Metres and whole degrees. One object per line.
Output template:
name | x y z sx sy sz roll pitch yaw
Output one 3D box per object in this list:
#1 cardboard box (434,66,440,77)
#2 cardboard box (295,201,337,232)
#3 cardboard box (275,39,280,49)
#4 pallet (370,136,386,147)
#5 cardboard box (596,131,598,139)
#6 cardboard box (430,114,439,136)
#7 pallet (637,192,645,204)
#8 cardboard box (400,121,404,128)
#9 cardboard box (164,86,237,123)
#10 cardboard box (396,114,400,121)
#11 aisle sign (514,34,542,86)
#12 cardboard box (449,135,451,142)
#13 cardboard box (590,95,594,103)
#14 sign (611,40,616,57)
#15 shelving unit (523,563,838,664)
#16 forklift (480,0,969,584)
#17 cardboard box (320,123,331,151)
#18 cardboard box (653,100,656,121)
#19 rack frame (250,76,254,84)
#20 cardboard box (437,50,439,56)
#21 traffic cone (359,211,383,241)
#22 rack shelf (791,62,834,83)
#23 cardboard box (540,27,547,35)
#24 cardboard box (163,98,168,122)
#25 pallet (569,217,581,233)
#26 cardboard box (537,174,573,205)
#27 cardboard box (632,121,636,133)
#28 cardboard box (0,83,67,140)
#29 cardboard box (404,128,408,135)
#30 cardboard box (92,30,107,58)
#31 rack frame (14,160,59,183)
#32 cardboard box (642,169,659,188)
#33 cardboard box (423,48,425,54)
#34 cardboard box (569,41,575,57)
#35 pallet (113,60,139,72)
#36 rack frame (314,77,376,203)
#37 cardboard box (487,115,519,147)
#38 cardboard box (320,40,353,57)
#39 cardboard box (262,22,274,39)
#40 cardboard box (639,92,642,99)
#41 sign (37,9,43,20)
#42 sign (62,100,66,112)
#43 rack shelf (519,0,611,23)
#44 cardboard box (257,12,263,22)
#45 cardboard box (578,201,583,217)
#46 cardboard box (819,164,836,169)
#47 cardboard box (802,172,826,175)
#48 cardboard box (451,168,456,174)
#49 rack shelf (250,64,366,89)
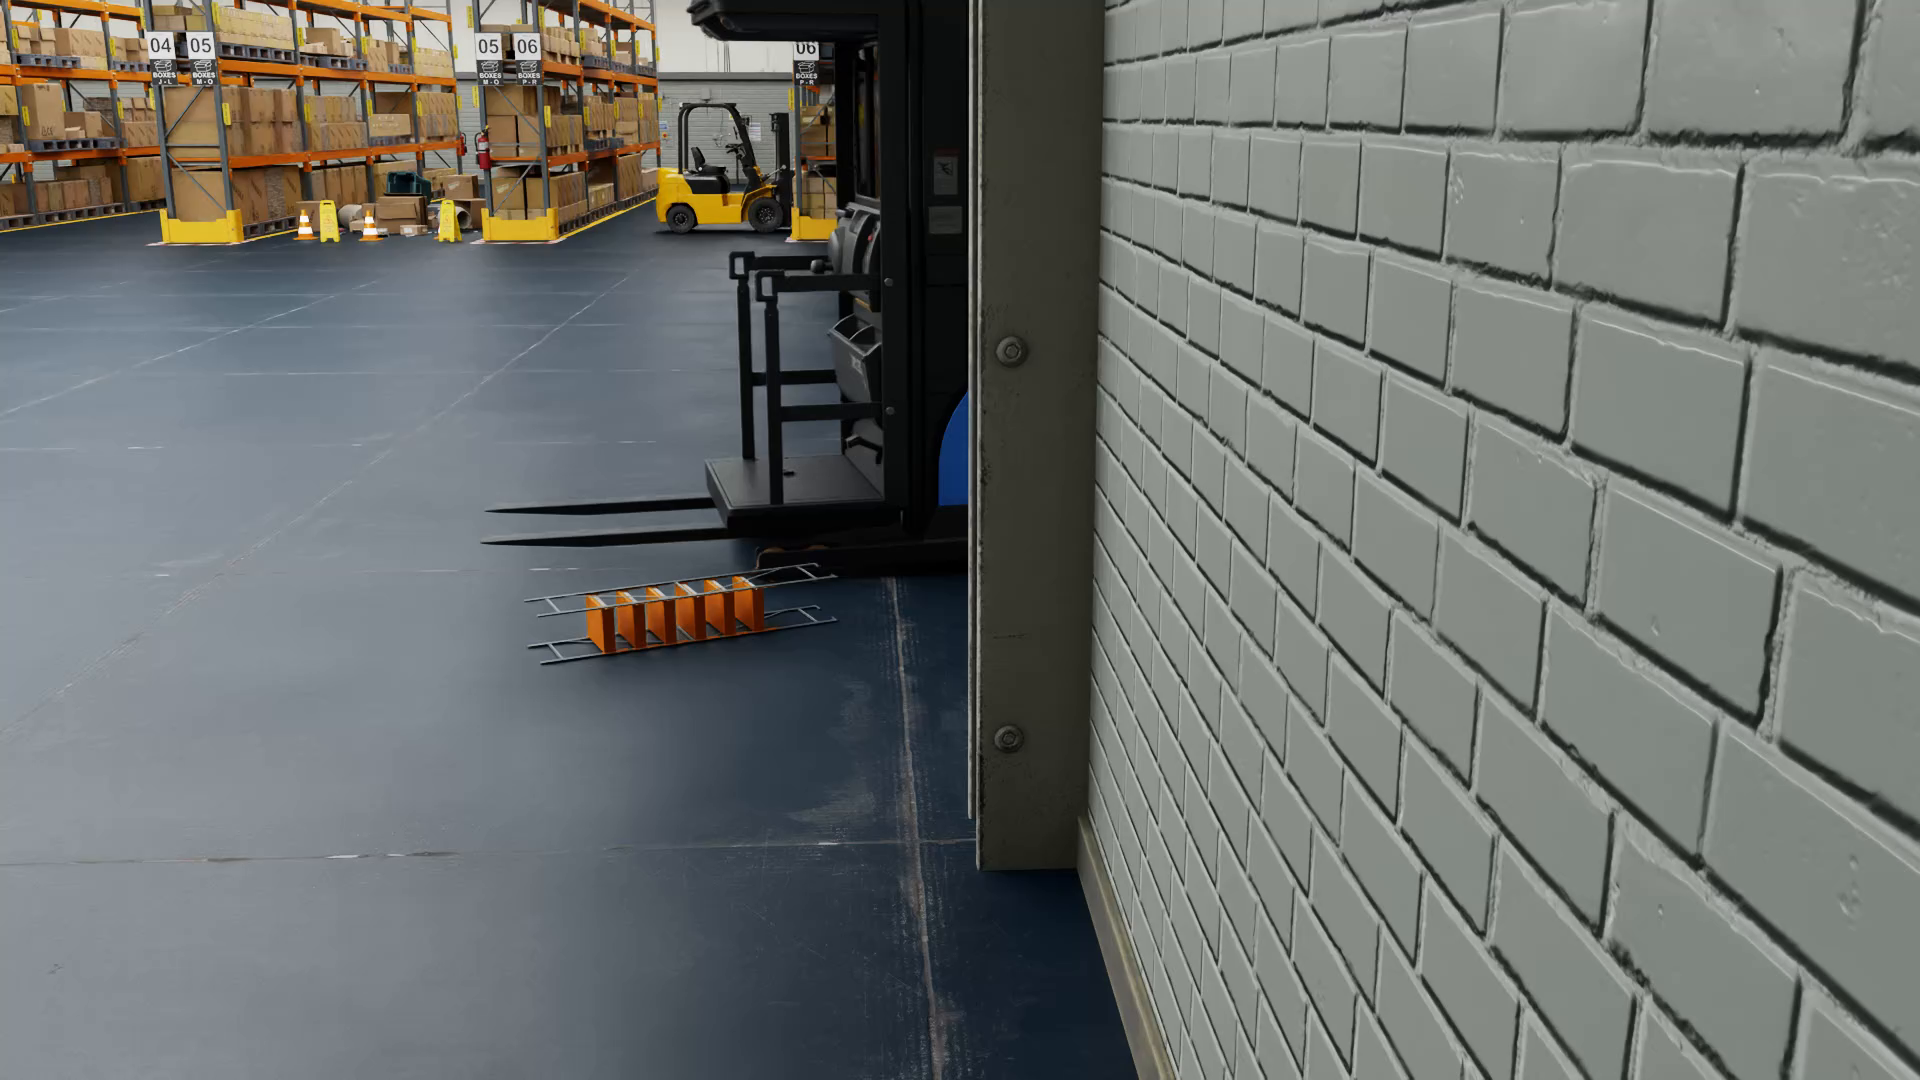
cardboard box | -12.631 -11.075 39.332 0.500 0.250 0.500 0 14 -1
cardboard box | -11.169 -5.622 28.869 0.500 0.500 0.500 2 15 6
cardboard box | -11.898 -8.508 28.516 0.380 0.149 0.250 -1 14 -3
pallet | -12.687 -8.279 34.570 1.213 0.211 1.003 -1 14 -3
cardboard box | -7.162 -7.785 31.925 0.380 0.149 0.250 -1 14 -3
cardboard box | -12.597 -9.760 39.141 0.500 0.500 0.500 -1 14 -5
pallet | -7.727 -7.752 37.731 1.003 0.211 1.213 -1 14 -3
cardboard box | -12.533 -9.194 36.804 0.380 0.149 0.250 0 14 -1
cardboard box | -12.026 -6.895 26.338 0.875 0.550 0.550 -1 14 -3
cardboard box | -12.517 -9.268 36.495 0.380 0.149 0.250 -1 14 -4
aisle sign | -6.794 -7.557 26.160 0.394 0.787 0.004 -1 14 -3
cardboard box | -12.722 -9.863 40.845 0.380 0.149 0.250 -1 14 -4
cardboard box | -7.201 -8.404 31.729 0.380 0.149 0.250 0 14 0
sign | -7.061 -10.009 33.850 0.100 0.325 0.005 -1 14 -3
shelving unit | -1.083 0.279 6.552 1.200 0.189 0.258 -7 16 -26
forklift | -0.656 -1.364 7.446 3.031 2.935 1.130 -4 15 -14
cardboard box | -12.085 -7.511 30.997 0.500 0.500 0.500 -1 14 -3
cardboard box | -7.769 -10.575 40.899 0.500 0.500 0.500 -1 14 -3
rack frame | -17.989 -10.135 41.396 1.000 3.000 0.127 -1 14 -3
cardboard box | -12.705 -11.669 39.836 0.380 0.149 0.250 -1 14 -5
traffic cone | -9.508 -5.065 26.784 0.336 0.463 0.334 -1 14 -3
rack shelf | -2.277 -7.988 28.476 1.077 0.370 4.000 -1 14 -3
cardboard box | -6.911 -8.243 26.927 0.380 0.149 0.250 -1 14 -3
cardboard box | -17.663 -9.345 36.111 0.797 0.503 0.637 -1 14 -3
pallet | -7.199 -5.482 28.910 1.003 0.211 1.213 -1 14 -3
cardboard box | -6.943 -6.009 28.532 0.500 0.500 0.500 -1 14 -2
cardboard box | -7.542 -9.232 37.187 0.500 0.250 0.500 -1 14 -2
cardboard box | -17.155 -7.844 30.446 1.000 1.000 1.000 -1 14 -3
cardboard box | -12.546 -9.113 37.086 0.380 0.149 0.250 -1 14 -3
cardboard box | -17.214 -9.774 32.769 0.500 0.500 0.500 -1 14 -2
rack frame | -22.933 -10.058 41.099 1.000 3.000 0.127 -1 14 -3
cardboard box | -7.892 -8.860 40.742 0.875 0.438 0.875 0 14 -2
cardboard box | -12.624 -11.342 38.565 0.380 0.149 0.250 -1 14 -5
cardboard box | -7.026 -8.596 29.101 0.500 0.250 0.500 -1 14 -4
pallet | -17.586 -9.666 33.932 1.213 0.211 1.003 0 14 -1
rack frame | -12.537 -8.197 33.863 1.000 3.000 0.127 -1 14 -3
cardboard box | -7.416 -6.632 26.984 0.500 0.500 0.500 -1 14 -4
cardboard box | -12.173 -9.603 32.444 0.500 0.311 0.500 -1 14 -3
cardboard box | -11.942 -8.609 28.107 0.500 0.250 0.500 -1 14 -4
cardboard box | -7.655 -10.411 38.963 0.380 0.149 0.250 -1 14 -4
sign | -22.385 -12.820 40.440 0.100 0.325 0.005 -1 14 -3
sign | -18.047 -8.696 33.483 0.100 0.325 0.005 -1 14 -3
rack shelf | -7.479 -10.164 31.717 1.077 0.370 4.000 -1 14 -3
cardboard box | -11.854 -8.707 27.688 0.380 0.149 0.250 -1 14 -3
cardboard box | -7.007 -5.900 29.613 0.500 0.250 0.500 -1 14 -5
cardboard box | -2.988 -8.385 37.467 0.380 0.149 0.250 -1 14 -4
cardboard box | -2.620 -6.361 29.397 0.500 0.250 0.500 0 14 -2
cardboard box | -12.747 -9.169 41.328 0.380 0.149 0.250 -1 14 -3
rack shelf | -12.413 -8.803 31.646 1.077 0.370 4.000 -1 14 -3
